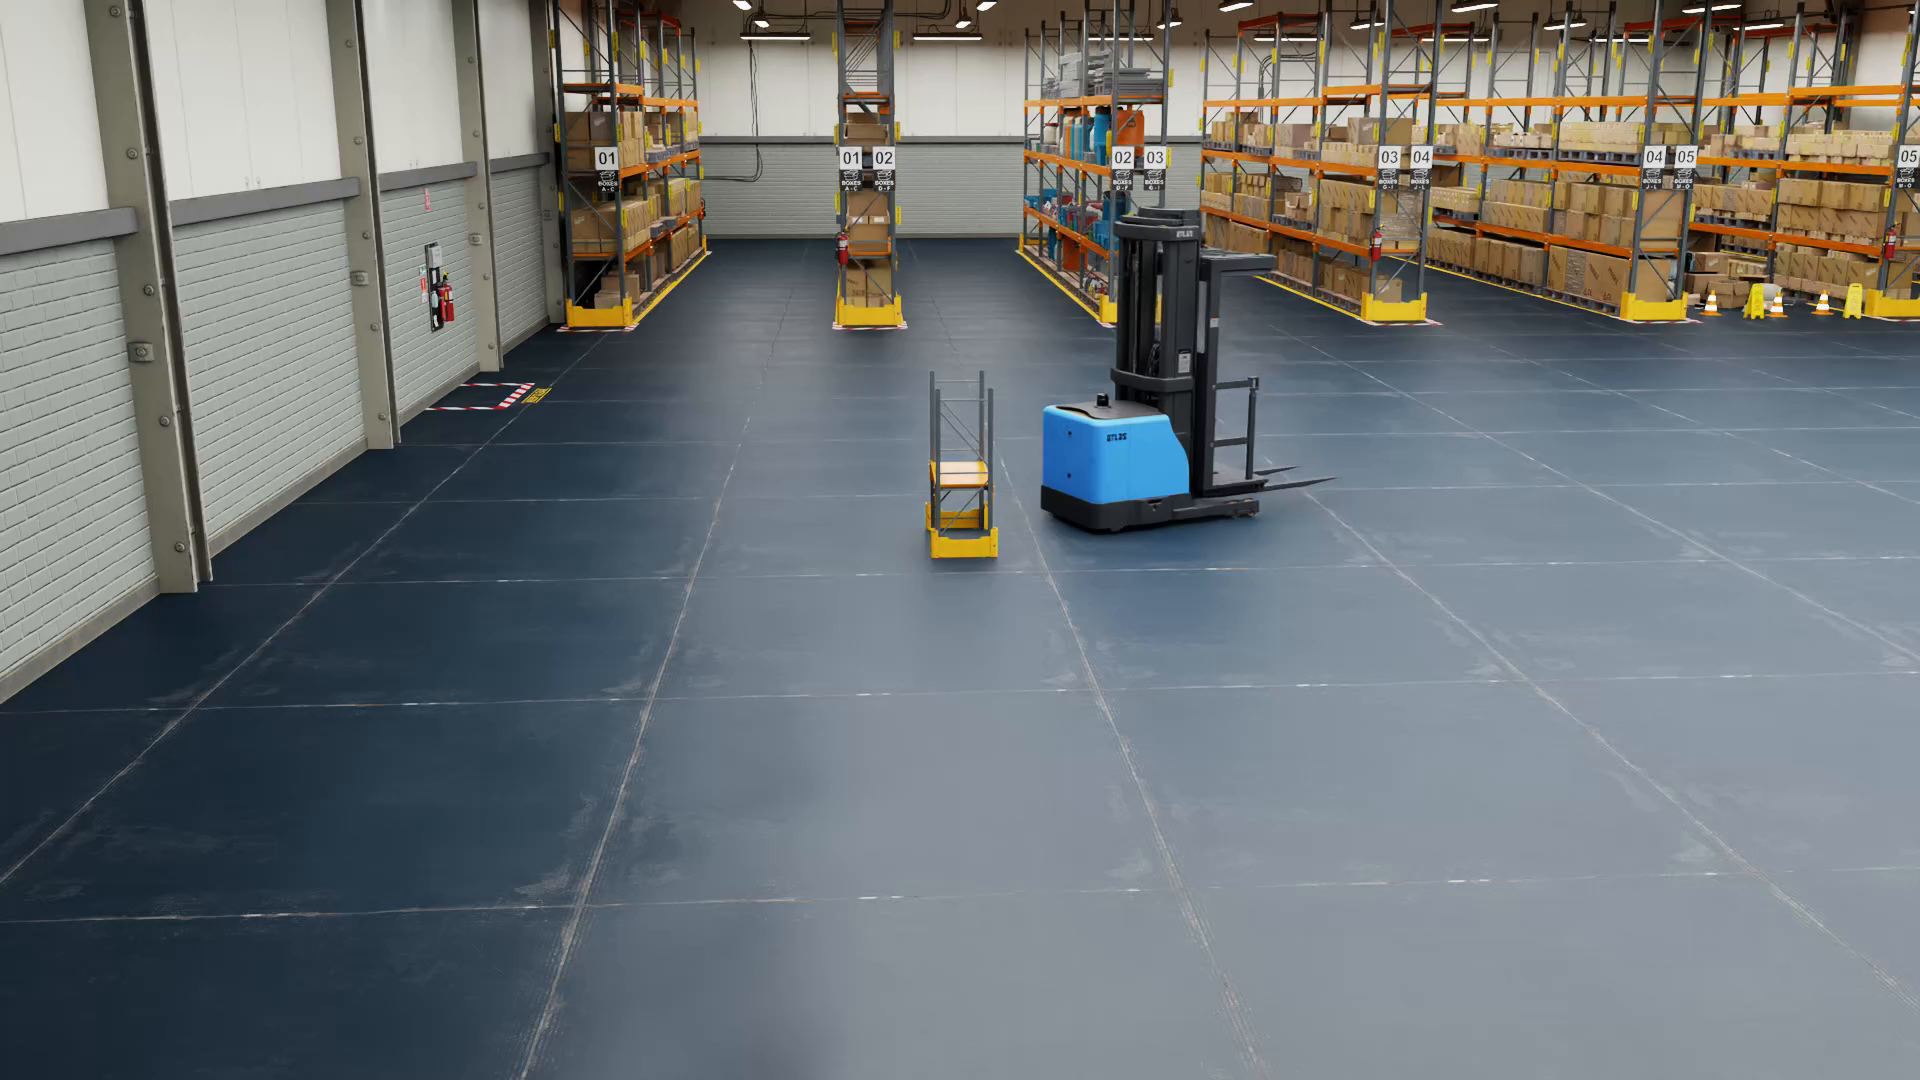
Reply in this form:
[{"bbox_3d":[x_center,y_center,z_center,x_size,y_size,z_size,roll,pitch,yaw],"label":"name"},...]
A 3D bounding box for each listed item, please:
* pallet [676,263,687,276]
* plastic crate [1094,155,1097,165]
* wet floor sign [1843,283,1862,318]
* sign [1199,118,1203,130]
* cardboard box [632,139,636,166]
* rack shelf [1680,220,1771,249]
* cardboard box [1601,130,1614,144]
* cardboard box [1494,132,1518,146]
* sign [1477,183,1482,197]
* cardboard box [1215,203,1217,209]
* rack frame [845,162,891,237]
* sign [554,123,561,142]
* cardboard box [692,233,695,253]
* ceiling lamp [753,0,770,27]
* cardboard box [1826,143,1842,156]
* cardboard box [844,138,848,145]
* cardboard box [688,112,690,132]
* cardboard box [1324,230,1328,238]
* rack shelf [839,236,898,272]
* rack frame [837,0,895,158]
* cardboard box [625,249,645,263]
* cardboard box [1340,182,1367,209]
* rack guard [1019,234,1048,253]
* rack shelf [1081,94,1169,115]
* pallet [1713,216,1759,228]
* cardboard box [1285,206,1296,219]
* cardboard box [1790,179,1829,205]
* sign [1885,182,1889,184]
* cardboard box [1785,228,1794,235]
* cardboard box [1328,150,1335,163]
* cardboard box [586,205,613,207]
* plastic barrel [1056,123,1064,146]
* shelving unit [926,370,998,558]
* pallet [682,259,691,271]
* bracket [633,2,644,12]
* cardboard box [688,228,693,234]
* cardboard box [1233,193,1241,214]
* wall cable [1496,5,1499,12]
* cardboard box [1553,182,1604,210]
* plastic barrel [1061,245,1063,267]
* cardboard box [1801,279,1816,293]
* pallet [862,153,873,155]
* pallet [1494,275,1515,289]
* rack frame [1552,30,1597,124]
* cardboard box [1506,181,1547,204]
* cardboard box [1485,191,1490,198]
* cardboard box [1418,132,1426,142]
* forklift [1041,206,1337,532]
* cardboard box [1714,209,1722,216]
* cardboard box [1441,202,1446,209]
[{"bbox_3d":[-7.167,-6.527,40.193,1.003,0.211,1.213,-1,14,-3],"label":"pallet"},{"bbox_3d":[2.841,-7.489,32.742,0.336,0.188,0.450,-1,14,-3],"label":"plastic crate"},{"bbox_3d":[17.041,-4.566,31.702,0.267,0.644,0.232,4,15,16],"label":"wet floor sign"},{"bbox_3d":[6.661,-11.504,46.007,0.100,0.325,0.005,-1,14,-3],"label":"sign"},{"bbox_3d":[-6.485,-7.382,31.659,0.500,0.500,0.500,0,14,0],"label":"cardboard box"},{"bbox_3d":[17.726,-6.914,37.545,1.077,0.370,4.000,-1,14,-3],"label":"rack shelf"},{"bbox_3d":[12.794,-7.811,32.230,0.500,0.250,0.500,-1,14,-4],"label":"cardboard box"},{"bbox_3d":[12.493,-9.136,37.854,0.500,0.311,0.500,-1,14,-3],"label":"cardboard box"},{"bbox_3d":[12.126,-8.170,38.818,0.100,0.325,0.005,-1,14,-3],"label":"sign"},{"bbox_3d":[7.022,-8.934,44.455,0.380,0.149,0.250,-1,14,-3],"label":"cardboard box"},{"bbox_3d":[-1.929,-6.460,34.337,1.000,3.000,0.127,-1,14,-3],"label":"rack frame"},{"bbox_3d":[-7.180,-7.266,29.672,0.100,0.325,0.005,-1,14,-3],"label":"sign"},{"bbox_3d":[-7.370,-7.805,43.739,0.700,0.500,0.500,-1,14,-2],"label":"cardboard box"},{"bbox_3d":[-4.516,-13.940,39.656,0.800,3.185,2.000,-1,14,-3],"label":"ceiling lamp"},{"bbox_3d":[17.696,-7.797,33.218,0.500,0.250,0.500,-1,14,-3],"label":"cardboard box"},{"bbox_3d":[-2.016,-7.399,31.143,0.500,0.250,0.500,-1,14,-3],"label":"cardboard box"},{"bbox_3d":[-7.171,-10.676,42.458,0.500,0.500,0.500,-1,14,-5],"label":"cardboard box"},{"bbox_3d":[7.717,-6.308,34.251,0.380,0.149,0.250,-1,14,-3],"label":"cardboard box"},{"bbox_3d":[-1.805,-5.614,32.494,1.077,0.370,4.000,-1,14,-3],"label":"rack shelf"},{"bbox_3d":[-1.681,-8.370,29.723,1.000,3.000,0.127,-1,14,-3],"label":"rack frame"},{"bbox_3d":[-6.966,-6.040,35.336,0.500,0.250,0.500,-1,14,-5],"label":"cardboard box"},{"bbox_3d":[7.838,-6.800,32.854,0.500,0.500,0.500,-1,14,-3],"label":"cardboard box"},{"bbox_3d":[2.257,-8.315,46.564,1.175,0.500,0.348,-1,14,-3],"label":"rack guard"},{"bbox_3d":[3.139,-8.401,32.090,1.077,0.370,4.000,-1,14,-3],"label":"rack shelf"},{"bbox_3d":[17.765,-7.175,37.502,1.003,0.211,1.213,-1,14,-3],"label":"pallet"},{"bbox_3d":[7.585,-7.317,37.127,0.500,0.250,0.500,-1,14,-5],"label":"cardboard box"},{"bbox_3d":[17.670,-7.201,34.415,0.700,0.500,0.500,-1,14,-3],"label":"cardboard box"},{"bbox_3d":[22.015,-8.349,39.514,0.100,0.325,0.005,-1,14,-3],"label":"sign"},{"bbox_3d":[17.616,-6.498,34.989,0.380,0.149,0.250,0,14,-2],"label":"cardboard box"},{"bbox_3d":[7.769,-7.745,33.611,0.500,0.250,0.500,-1,14,-4],"label":"cardboard box"},{"bbox_3d":[-6.955,-6.181,32.009,0.500,0.500,0.500,-1,14,-3],"label":"cardboard box"},{"bbox_3d":[2.507,-9.691,39.759,0.433,0.535,0.433,0,14,0],"label":"plastic barrel"},{"bbox_3d":[0.005,-0.707,14.989,0.587,1.500,1.083,-1,14,-3],"label":"shelving unit"},{"bbox_3d":[-7.246,-6.831,41.375,1.003,0.211,1.213,-1,14,-3],"label":"pallet"},{"bbox_3d":[-7.895,-13.084,40.818,0.235,0.232,0.430,-1,14,-3],"label":"bracket"},{"bbox_3d":[-7.184,-8.084,43.523,0.380,0.149,0.250,-1,14,-5],"label":"cardboard box"},{"bbox_3d":[7.242,-8.532,42.189,0.500,0.500,0.500,-1,14,-3],"label":"cardboard box"},{"bbox_3d":[15.427,-17.244,50.968,2.355,3.000,0.029,-1,14,-3],"label":"wall cable"},{"bbox_3d":[12.904,-7.167,34.616,0.875,0.550,0.550,-1,14,-3],"label":"cardboard box"},{"bbox_3d":[2.596,-6.789,39.767,0.421,0.512,0.421,0,14,0],"label":"plastic barrel"},{"bbox_3d":[17.696,-5.221,34.198,0.500,0.250,0.500,-1,14,-4],"label":"cardboard box"},{"bbox_3d":[-1.778,-7.355,31.975,1.003,0.211,1.213,-1,14,-3],"label":"pallet"},{"bbox_3d":[12.714,-5.808,37.399,1.003,0.211,1.213,-1,14,-3],"label":"pallet"},{"bbox_3d":[17.106,-12.655,46.374,1.000,3.000,0.127,-1,14,-3],"label":"rack frame"},{"bbox_3d":[12.752,-7.826,37.438,0.700,0.500,0.500,-1,14,-4],"label":"cardboard box"},{"bbox_3d":[12.802,-8.274,39.854,0.380,0.149,0.250,-1,14,-4],"label":"cardboard box"},{"bbox_3d":[12.137,-10.386,42.874,0.500,0.250,0.500,-2,15,-6],"label":"cardboard box"},{"bbox_3d":[2.329,-1.733,16.104,3.031,2.935,1.130,-8,16,-27],"label":"forklift"},{"bbox_3d":[17.480,-7.491,38.005,0.380,0.149,0.250,0,14,0],"label":"cardboard box"},{"bbox_3d":[12.084,-8.242,40.926,0.380,0.149,0.250,-2,15,-6],"label":"cardboard box"}]
